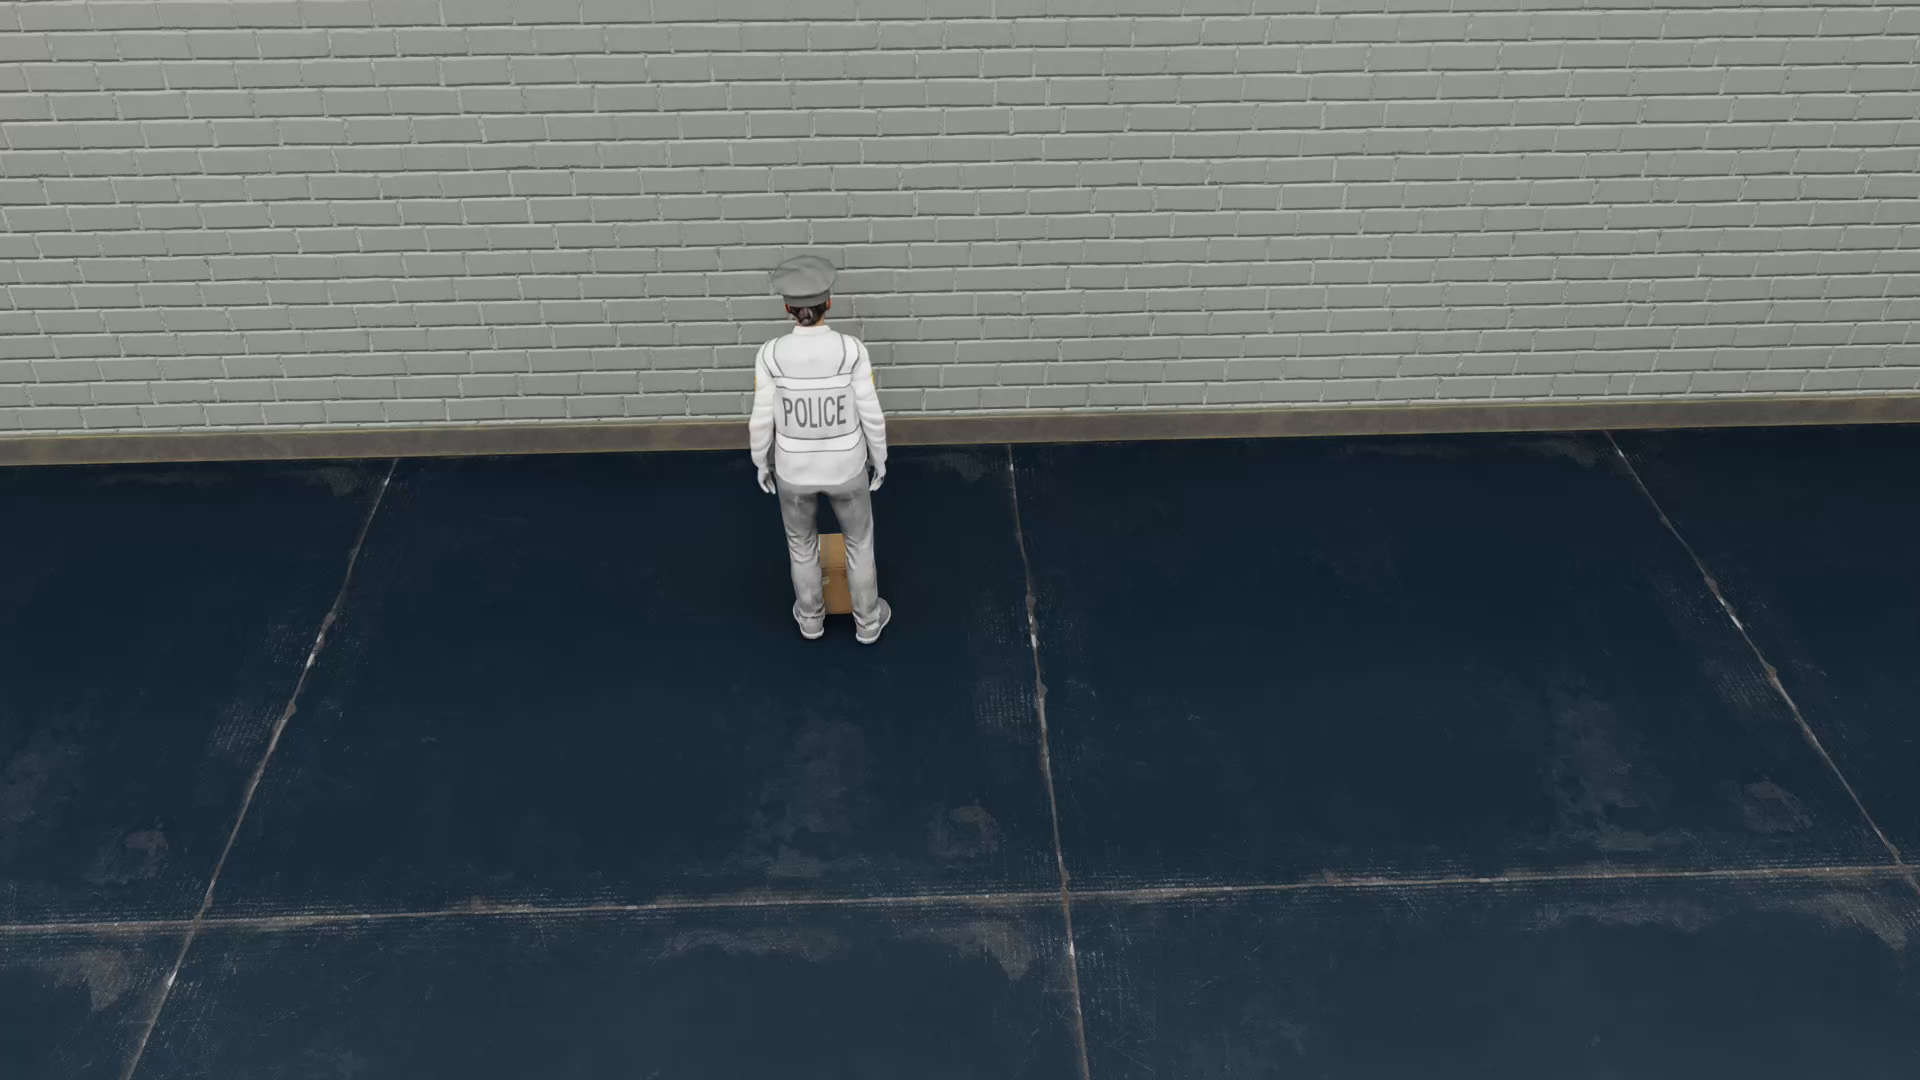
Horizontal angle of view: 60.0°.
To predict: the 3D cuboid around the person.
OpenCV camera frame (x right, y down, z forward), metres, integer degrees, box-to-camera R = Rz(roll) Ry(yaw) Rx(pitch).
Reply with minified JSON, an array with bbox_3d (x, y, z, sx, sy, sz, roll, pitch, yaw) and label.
[{"bbox_3d":[-0.551,-0.301,6.565,0.530,1.663,0.404,-2,35,-2],"label":"person"}]
